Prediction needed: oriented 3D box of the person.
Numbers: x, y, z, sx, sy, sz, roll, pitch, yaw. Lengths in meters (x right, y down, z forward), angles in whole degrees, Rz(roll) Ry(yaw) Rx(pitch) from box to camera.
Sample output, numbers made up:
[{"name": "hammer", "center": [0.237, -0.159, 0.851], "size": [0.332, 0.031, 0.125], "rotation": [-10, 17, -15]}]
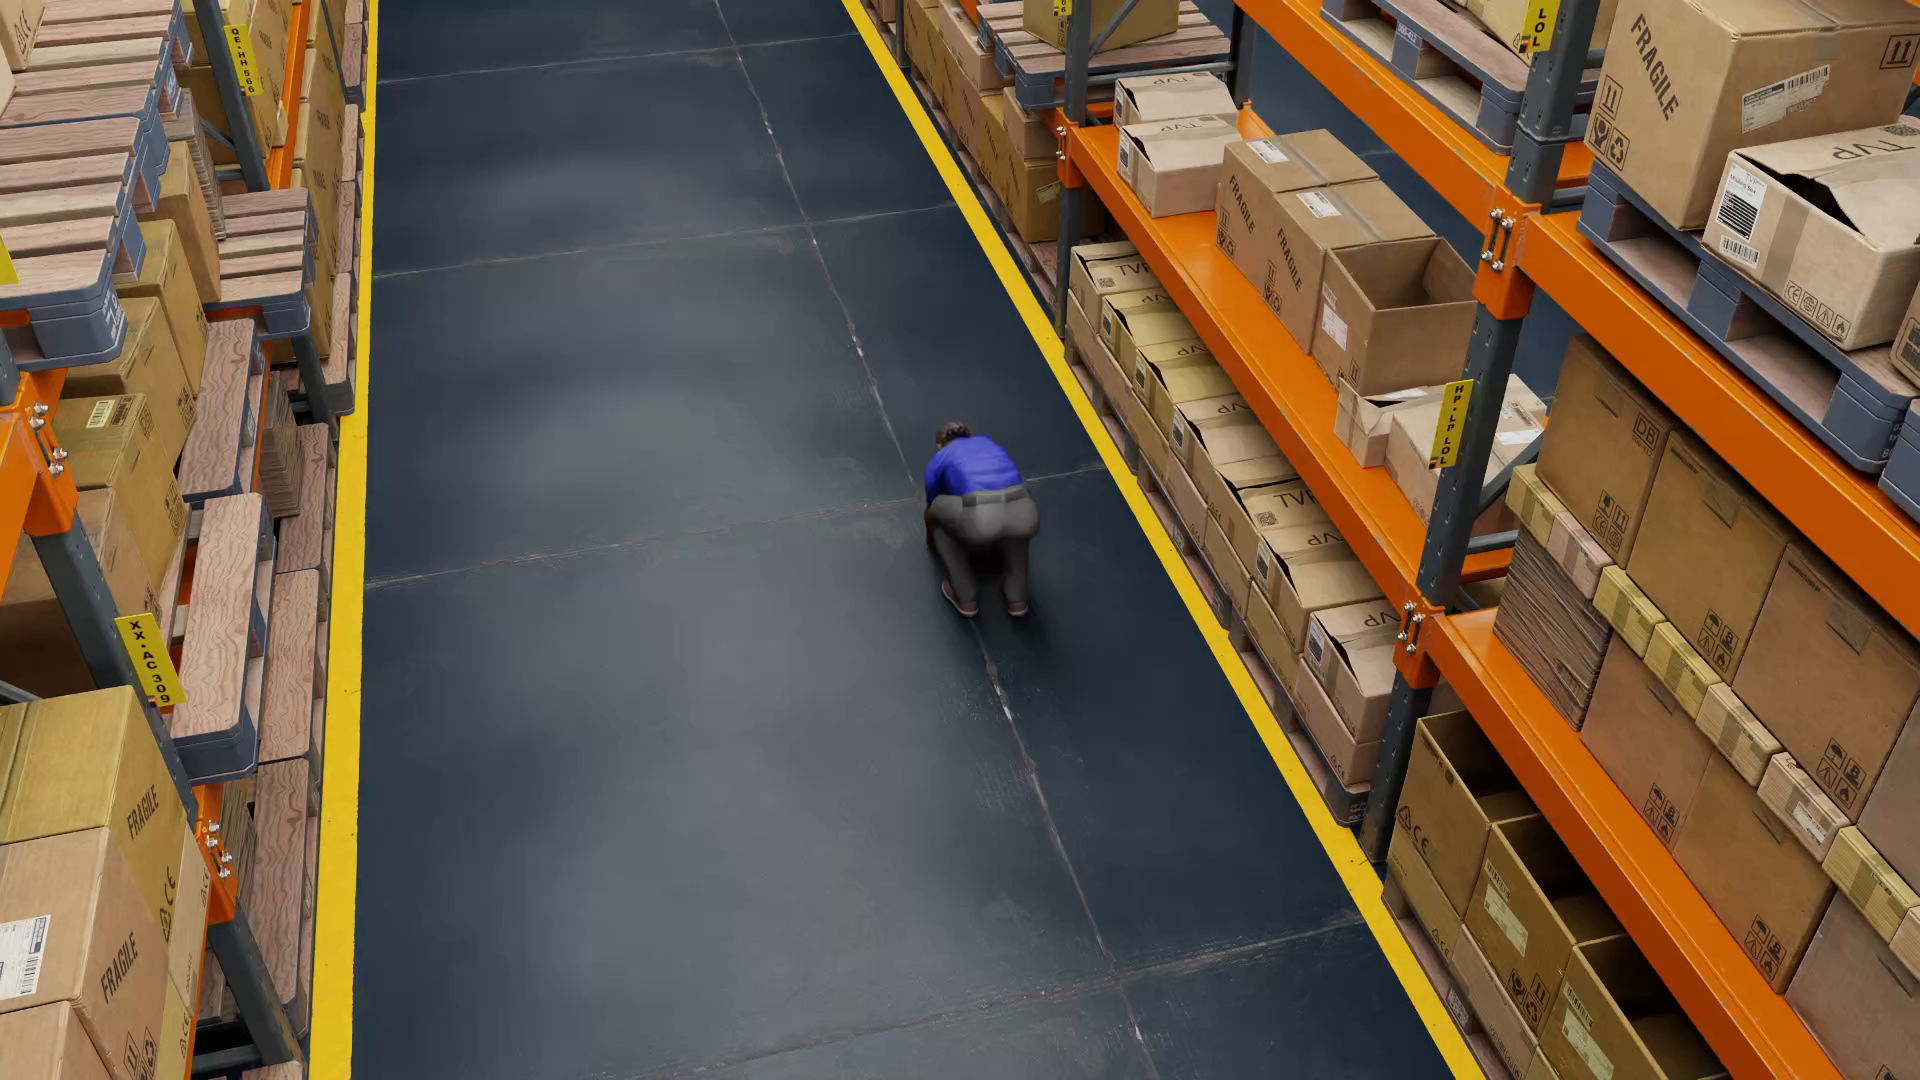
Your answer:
[{"name": "person", "center": [0.080, -0.098, 7.559], "size": [0.458, 0.793, 0.871], "rotation": [-10, 40, -13]}]
